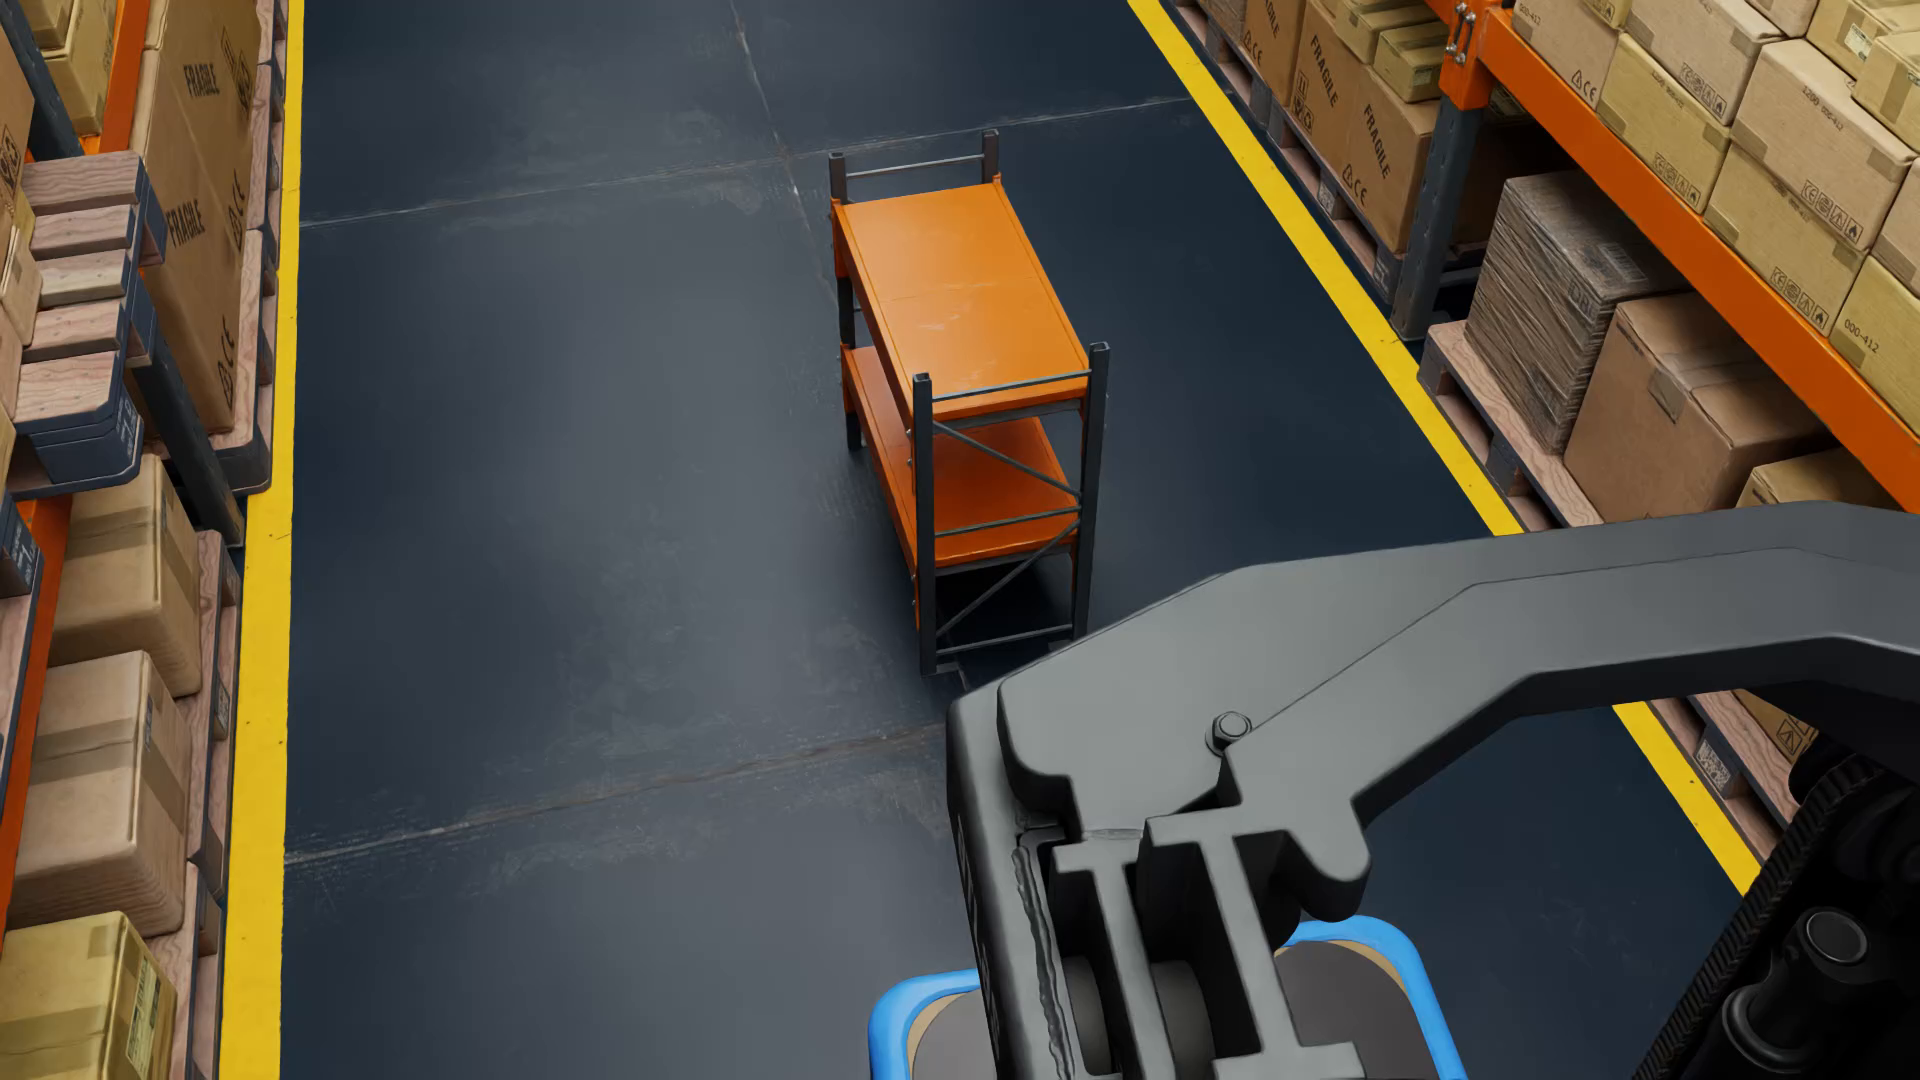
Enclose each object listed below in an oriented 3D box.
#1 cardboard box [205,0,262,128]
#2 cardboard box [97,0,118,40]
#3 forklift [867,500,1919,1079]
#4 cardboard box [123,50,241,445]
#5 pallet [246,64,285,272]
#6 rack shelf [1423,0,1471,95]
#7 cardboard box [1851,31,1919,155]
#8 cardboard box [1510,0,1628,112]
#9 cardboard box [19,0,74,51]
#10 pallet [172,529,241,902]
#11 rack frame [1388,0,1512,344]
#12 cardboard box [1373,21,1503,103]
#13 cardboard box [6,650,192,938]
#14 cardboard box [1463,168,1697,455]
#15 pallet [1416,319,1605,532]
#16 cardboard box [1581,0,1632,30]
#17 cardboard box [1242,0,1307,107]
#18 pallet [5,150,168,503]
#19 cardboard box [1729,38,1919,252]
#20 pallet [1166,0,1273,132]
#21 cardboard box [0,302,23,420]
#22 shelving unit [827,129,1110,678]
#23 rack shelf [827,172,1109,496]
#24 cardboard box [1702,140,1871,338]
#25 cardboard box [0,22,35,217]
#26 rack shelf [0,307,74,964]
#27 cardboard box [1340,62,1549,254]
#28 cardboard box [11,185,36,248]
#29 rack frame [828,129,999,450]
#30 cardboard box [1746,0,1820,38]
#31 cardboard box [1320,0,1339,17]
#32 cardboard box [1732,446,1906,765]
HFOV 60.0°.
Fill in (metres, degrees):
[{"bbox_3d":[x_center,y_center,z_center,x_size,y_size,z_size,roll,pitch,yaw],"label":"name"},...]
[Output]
[{"bbox_3d":[-3.297,-2.103,6.404,0.875,0.875,0.875,-9,46,-9],"label":"cardboard box"},{"bbox_3d":[-2.778,-1.656,4.878,0.500,0.250,0.500,-12,47,-11],"label":"cardboard box"},{"bbox_3d":[0.558,1.507,1.721,1.130,2.935,3.031,-6,46,-6],"label":"forklift"},{"bbox_3d":[-2.844,-0.869,5.195,0.875,0.875,0.875,-11,47,-11],"label":"cardboard box"},{"bbox_3d":[-3.186,-1.396,6.471,1.003,0.211,1.213,-11,47,-10],"label":"pallet"},{"bbox_3d":[1.537,-3.013,6.606,1.077,0.370,4.000,-11,47,-10],"label":"rack shelf"},{"bbox_3d":[2.187,-0.983,3.589,0.380,0.149,0.250,-10,46,-9],"label":"cardboard box"},{"bbox_3d":[1.927,-1.480,4.705,0.500,0.250,0.500,-11,47,-10],"label":"cardboard box"},{"bbox_3d":[-2.639,-1.491,4.366,0.500,0.250,0.500,-11,47,-11],"label":"cardboard box"},{"bbox_3d":[-2.549,0.542,4.571,1.003,0.211,1.213,-11,47,-10],"label":"pallet"},{"bbox_3d":[2.049,-1.884,4.996,1.000,3.000,0.127,-11,47,-10],"label":"rack frame"},{"bbox_3d":[1.678,-1.677,5.796,0.380,0.149,0.250,-13,47,-12],"label":"cardboard box"},{"bbox_3d":[-2.416,0.699,4.010,0.950,0.372,0.625,-12,47,-11],"label":"cardboard box"},{"bbox_3d":[2.196,-0.766,5.269,0.875,0.625,0.625,-9,46,-9],"label":"cardboard box"},{"bbox_3d":[2.222,-0.332,5.428,1.003,0.211,1.213,-11,47,-10],"label":"pallet"},{"bbox_3d":[1.903,-1.651,4.522,0.500,0.250,0.500,-11,47,-10],"label":"cardboard box"},{"bbox_3d":[1.479,-2.117,6.680,0.500,0.500,0.500,-9,46,-9],"label":"cardboard box"},{"bbox_3d":[-2.462,-0.434,3.709,1.213,0.211,1.003,-11,47,-10],"label":"pallet"},{"bbox_3d":[2.170,-0.945,3.830,0.500,0.250,0.500,-12,47,-11],"label":"cardboard box"},{"bbox_3d":[1.586,-2.271,7.328,1.003,0.211,1.213,-11,47,-10],"label":"pallet"},{"bbox_3d":[-2.133,-0.336,3.361,0.380,0.149,0.250,-13,47,-12],"label":"cardboard box"},{"bbox_3d":[-0.002,-0.398,4.853,0.538,1.125,1.048,-11,47,-10],"label":"shelving unit"},{"bbox_3d":[-0.002,-0.603,4.644,0.538,0.278,1.000,-11,47,-10],"label":"rack shelf"},{"bbox_3d":[2.189,-0.778,4.017,0.500,0.250,0.500,-12,47,-12],"label":"cardboard box"},{"bbox_3d":[-2.363,-0.997,3.554,0.500,0.500,0.500,-12,47,-11],"label":"cardboard box"},{"bbox_3d":[-2.236,0.659,3.008,1.077,0.370,4.000,-11,47,-10],"label":"rack shelf"},{"bbox_3d":[1.733,-1.408,5.986,0.500,0.500,0.500,-9,46,-9],"label":"cardboard box"},{"bbox_3d":[-2.298,-0.677,3.695,0.380,0.149,0.250,-10,46,-10],"label":"cardboard box"},{"bbox_3d":[-0.132,-0.749,5.197,0.500,1.125,0.032,-11,47,-10],"label":"rack frame"},{"bbox_3d":[2.086,-1.337,3.936,0.380,0.149,0.250,-10,46,-10],"label":"cardboard box"},{"bbox_3d":[1.554,-2.050,6.161,0.380,0.149,0.250,-12,47,-12],"label":"cardboard box"},{"bbox_3d":[2.543,0.148,4.373,0.875,0.625,0.625,-12,47,-12],"label":"cardboard box"}]
